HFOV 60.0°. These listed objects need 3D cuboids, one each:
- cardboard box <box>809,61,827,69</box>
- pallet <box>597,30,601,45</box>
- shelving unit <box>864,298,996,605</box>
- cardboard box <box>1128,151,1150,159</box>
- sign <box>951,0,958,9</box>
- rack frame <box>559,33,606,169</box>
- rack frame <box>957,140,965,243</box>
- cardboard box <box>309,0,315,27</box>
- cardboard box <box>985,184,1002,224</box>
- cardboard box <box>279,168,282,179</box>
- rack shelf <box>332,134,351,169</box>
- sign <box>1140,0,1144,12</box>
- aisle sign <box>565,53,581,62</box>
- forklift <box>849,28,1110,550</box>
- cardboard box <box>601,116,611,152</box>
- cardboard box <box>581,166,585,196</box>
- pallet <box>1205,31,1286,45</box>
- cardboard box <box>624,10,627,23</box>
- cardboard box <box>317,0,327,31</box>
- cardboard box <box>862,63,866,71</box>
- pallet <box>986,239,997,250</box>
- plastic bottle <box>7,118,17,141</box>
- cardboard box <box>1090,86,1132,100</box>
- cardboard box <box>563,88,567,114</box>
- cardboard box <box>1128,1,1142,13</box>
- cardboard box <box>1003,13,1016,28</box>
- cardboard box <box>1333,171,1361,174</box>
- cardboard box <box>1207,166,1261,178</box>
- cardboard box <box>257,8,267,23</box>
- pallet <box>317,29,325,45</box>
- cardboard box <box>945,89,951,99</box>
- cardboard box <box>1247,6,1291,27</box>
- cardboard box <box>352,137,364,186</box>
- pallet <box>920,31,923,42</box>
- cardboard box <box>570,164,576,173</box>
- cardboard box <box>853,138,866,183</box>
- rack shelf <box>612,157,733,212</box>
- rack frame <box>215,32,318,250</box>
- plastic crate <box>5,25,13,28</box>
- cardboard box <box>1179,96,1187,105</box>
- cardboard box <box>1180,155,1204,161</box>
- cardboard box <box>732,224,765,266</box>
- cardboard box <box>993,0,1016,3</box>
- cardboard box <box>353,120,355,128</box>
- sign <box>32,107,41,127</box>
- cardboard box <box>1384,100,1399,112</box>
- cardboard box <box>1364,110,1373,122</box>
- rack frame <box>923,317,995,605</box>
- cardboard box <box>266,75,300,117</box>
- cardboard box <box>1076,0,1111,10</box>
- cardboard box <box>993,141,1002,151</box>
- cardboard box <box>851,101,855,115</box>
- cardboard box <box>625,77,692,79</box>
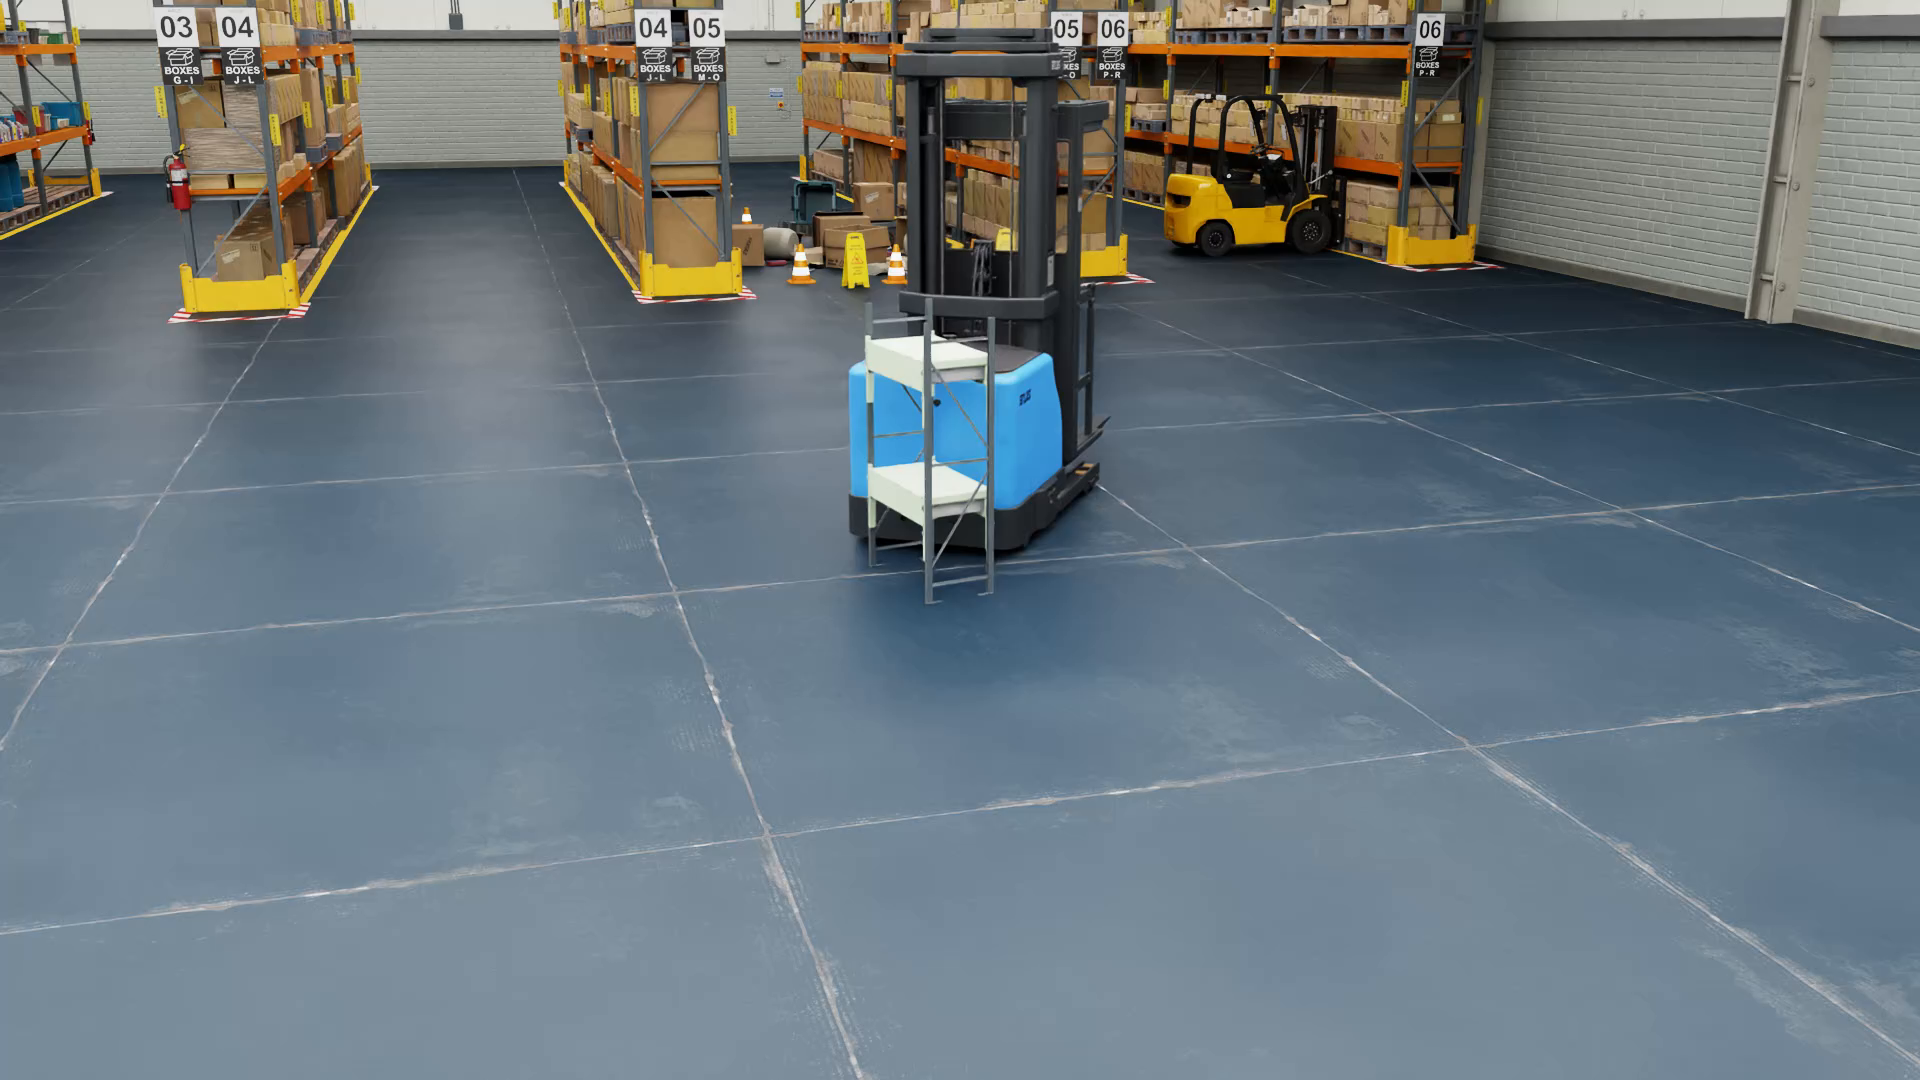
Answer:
[{"bbox_3d":[-2.913,-9.784,34.269,0.380,0.149,0.250,-4,17,-14],"label":"cardboard box"},{"bbox_3d":[-4.841,-7.445,24.637,1.003,0.211,1.213,-4,17,-13],"label":"pallet"},{"bbox_3d":[-0.168,-0.495,8.992,0.431,1.500,0.755,-8,19,-26],"label":"shelving unit"},{"bbox_3d":[3.389,-7.267,31.418,0.380,0.149,0.250,-5,17,-15],"label":"cardboard box"},{"bbox_3d":[-0.081,-7.723,23.650,0.100,0.325,0.005,-5,17,-15],"label":"sign"},{"bbox_3d":[-7.578,-8.795,34.017,1.000,3.000,0.127,-5,17,-15],"label":"rack frame"},{"bbox_3d":[0.452,-5.895,24.362,1.000,3.000,0.127,-5,17,-15],"label":"rack frame"},{"bbox_3d":[-9.653,-7.688,24.077,0.500,0.500,0.500,-5,17,-15],"label":"cardboard box"},{"bbox_3d":[0.654,-4.663,23.007,0.500,0.500,0.500,-4,17,-12],"label":"cardboard box"},{"bbox_3d":[-8.020,-4.191,19.126,0.380,0.149,0.250,-5,17,-15],"label":"cardboard box"},{"bbox_3d":[-10.726,-6.426,27.383,1.077,0.370,4.000,-5,17,-15],"label":"rack shelf"},{"bbox_3d":[3.557,-10.419,32.626,0.100,0.325,0.005,-5,17,-15],"label":"sign"},{"bbox_3d":[-7.886,-10.036,33.631,0.394,0.787,0.004,-5,17,-15],"label":"aisle sign"},{"bbox_3d":[0.297,-1.730,10.618,1.130,2.935,3.031,6,18,18],"label":"forklift"},{"bbox_3d":[-4.958,-5.926,24.293,0.500,0.500,0.500,-5,17,-15],"label":"cardboard box"},{"bbox_3d":[-6.530,-6.467,29.882,0.500,0.500,0.500,-4,17,-13],"label":"cardboard box"},{"bbox_3d":[4.707,-8.251,27.321,1.003,0.211,1.213,-4,17,-13],"label":"pallet"},{"bbox_3d":[-3.738,-6.140,19.498,0.380,0.149,0.250,-4,17,-14],"label":"cardboard box"},{"bbox_3d":[-11.106,-8.850,28.083,0.700,0.500,0.500,-4,17,-14],"label":"cardboard box"},{"bbox_3d":[-1.670,-9.123,32.068,0.380,0.149,0.250,-4,17,-14],"label":"cardboard box"},{"bbox_3d":[1.009,-4.038,23.029,1.003,0.211,1.213,-5,17,-15],"label":"pallet"},{"bbox_3d":[-15.470,-6.681,27.064,0.144,0.351,0.185,-5,17,-15],"label":"plastic bottle"},{"bbox_3d":[2.943,-8.599,32.460,0.700,0.500,0.500,-4,17,-14],"label":"cardboard box"},{"bbox_3d":[-7.720,-8.839,33.473,0.500,0.500,0.500,-4,17,-13],"label":"cardboard box"},{"bbox_3d":[3.279,-10.258,31.968,0.396,0.266,0.258,-5,17,-15],"label":"cardboard box"},{"bbox_3d":[0.867,-6.698,21.566,0.500,0.250,0.500,-4,17,-14],"label":"cardboard box"},{"bbox_3d":[5.698,-5.392,24.999,0.500,0.250,0.500,-5,17,-16],"label":"cardboard box"},{"bbox_3d":[4.655,-5.919,27.839,0.875,0.625,0.625,-5,18,-18],"label":"cardboard box"},{"bbox_3d":[-7.809,-5.734,18.182,0.380,0.149,0.250,-4,17,-14],"label":"cardboard box"},{"bbox_3d":[-9.432,-6.924,22.900,1.213,0.211,1.003,-5,17,-15],"label":"pallet"},{"bbox_3d":[-0.033,-6.533,25.066,0.500,0.500,0.500,-5,17,-15],"label":"cardboard box"},{"bbox_3d":[4.790,-8.112,25.781,0.500,0.311,0.500,-5,18,-17],"label":"cardboard box"},{"bbox_3d":[-11.872,-7.192,31.643,0.875,0.875,0.875,-5,17,-15],"label":"cardboard box"},{"bbox_3d":[0.096,-7.707,25.509,1.213,0.211,1.003,-5,17,-15],"label":"pallet"},{"bbox_3d":[-7.541,-7.387,33.040,0.380,0.149,0.250,-4,17,-14],"label":"cardboard box"},{"bbox_3d":[-1.500,-7.126,31.424,0.875,0.875,0.875,-4,17,-14],"label":"cardboard box"},{"bbox_3d":[-3.730,-4.578,21.228,1.077,0.370,4.000,-5,17,-15],"label":"rack shelf"},{"bbox_3d":[-9.077,-5.111,21.754,1.000,3.000,0.127,-5,17,-15],"label":"rack frame"},{"bbox_3d":[-16.981,-9.002,29.599,0.504,0.338,0.767,-5,17,-15],"label":"plastic crate"},{"bbox_3d":[4.003,-7.568,28.631,0.380,0.149,0.250,-4,17,-14],"label":"cardboard box"},{"bbox_3d":[4.233,-6.954,30.375,0.380,0.149,0.250,-4,17,-14],"label":"cardboard box"},{"bbox_3d":[-2.867,-3.931,22.166,0.500,0.500,0.500,-2,17,-6],"label":"cardboard box"},{"bbox_3d":[0.530,-8.030,24.920,0.500,0.250,0.500,-5,17,-16],"label":"cardboard box"},{"bbox_3d":[-11.393,-7.670,30.710,0.380,0.149,0.250,-4,17,-15],"label":"cardboard box"},{"bbox_3d":[-15.508,-7.108,27.920,0.100,0.325,0.005,-5,17,-15],"label":"sign"},{"bbox_3d":[5.924,-5.831,22.332,0.380,0.149,0.250,-5,17,-15],"label":"cardboard box"},{"bbox_3d":[5.789,-5.829,22.840,0.380,0.149,0.250,-5,17,-16],"label":"cardboard box"},{"bbox_3d":[-0.003,-0.401,8.679,0.400,1.500,0.023,-8,19,-26],"label":"rack frame"},{"bbox_3d":[-8.550,-5.540,20.751,0.500,0.500,0.500,-5,17,-15],"label":"cardboard box"},{"bbox_3d":[1.649,-6.601,20.550,0.380,0.149,0.250,-5,17,-16],"label":"cardboard box"},{"bbox_3d":[0.748,-5.526,22.445,0.500,0.500,0.500,-4,17,-15],"label":"cardboard box"},{"bbox_3d":[-1.727,-7.989,30.727,0.500,0.250,0.500,-4,17,-14],"label":"cardboard box"},{"bbox_3d":[-3.949,-5.817,21.965,0.875,0.550,0.550,-5,17,-15],"label":"cardboard box"}]
